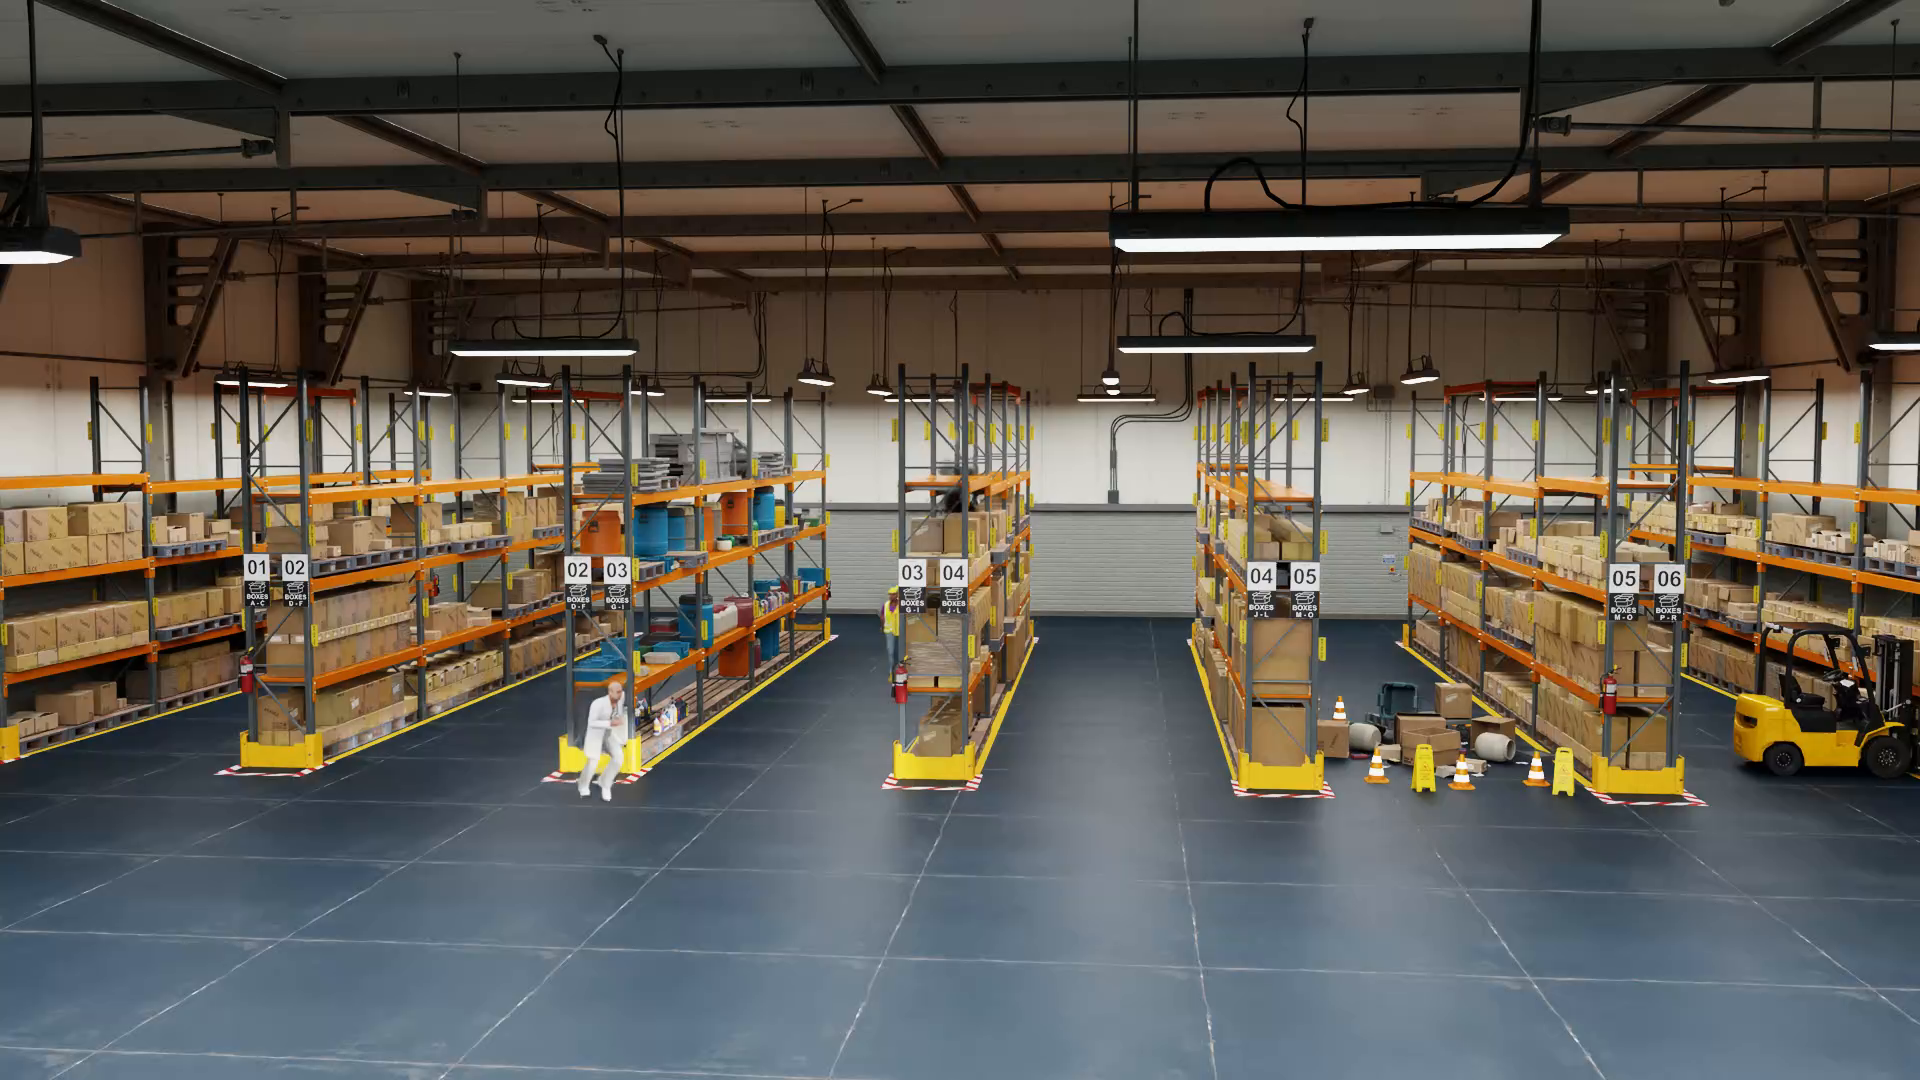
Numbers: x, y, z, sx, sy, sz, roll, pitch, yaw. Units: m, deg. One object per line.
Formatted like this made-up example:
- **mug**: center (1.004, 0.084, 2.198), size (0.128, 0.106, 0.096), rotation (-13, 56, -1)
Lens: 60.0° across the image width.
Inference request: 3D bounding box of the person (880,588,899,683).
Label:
- **person**: center (-1.232, 1.800, 31.838), size (0.689, 1.784, 0.794), rotation (1, 4, 11)

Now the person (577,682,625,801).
- **person**: center (-4.857, 2.734, 22.684), size (1.052, 1.676, 0.744), rotation (3, 5, 40)
